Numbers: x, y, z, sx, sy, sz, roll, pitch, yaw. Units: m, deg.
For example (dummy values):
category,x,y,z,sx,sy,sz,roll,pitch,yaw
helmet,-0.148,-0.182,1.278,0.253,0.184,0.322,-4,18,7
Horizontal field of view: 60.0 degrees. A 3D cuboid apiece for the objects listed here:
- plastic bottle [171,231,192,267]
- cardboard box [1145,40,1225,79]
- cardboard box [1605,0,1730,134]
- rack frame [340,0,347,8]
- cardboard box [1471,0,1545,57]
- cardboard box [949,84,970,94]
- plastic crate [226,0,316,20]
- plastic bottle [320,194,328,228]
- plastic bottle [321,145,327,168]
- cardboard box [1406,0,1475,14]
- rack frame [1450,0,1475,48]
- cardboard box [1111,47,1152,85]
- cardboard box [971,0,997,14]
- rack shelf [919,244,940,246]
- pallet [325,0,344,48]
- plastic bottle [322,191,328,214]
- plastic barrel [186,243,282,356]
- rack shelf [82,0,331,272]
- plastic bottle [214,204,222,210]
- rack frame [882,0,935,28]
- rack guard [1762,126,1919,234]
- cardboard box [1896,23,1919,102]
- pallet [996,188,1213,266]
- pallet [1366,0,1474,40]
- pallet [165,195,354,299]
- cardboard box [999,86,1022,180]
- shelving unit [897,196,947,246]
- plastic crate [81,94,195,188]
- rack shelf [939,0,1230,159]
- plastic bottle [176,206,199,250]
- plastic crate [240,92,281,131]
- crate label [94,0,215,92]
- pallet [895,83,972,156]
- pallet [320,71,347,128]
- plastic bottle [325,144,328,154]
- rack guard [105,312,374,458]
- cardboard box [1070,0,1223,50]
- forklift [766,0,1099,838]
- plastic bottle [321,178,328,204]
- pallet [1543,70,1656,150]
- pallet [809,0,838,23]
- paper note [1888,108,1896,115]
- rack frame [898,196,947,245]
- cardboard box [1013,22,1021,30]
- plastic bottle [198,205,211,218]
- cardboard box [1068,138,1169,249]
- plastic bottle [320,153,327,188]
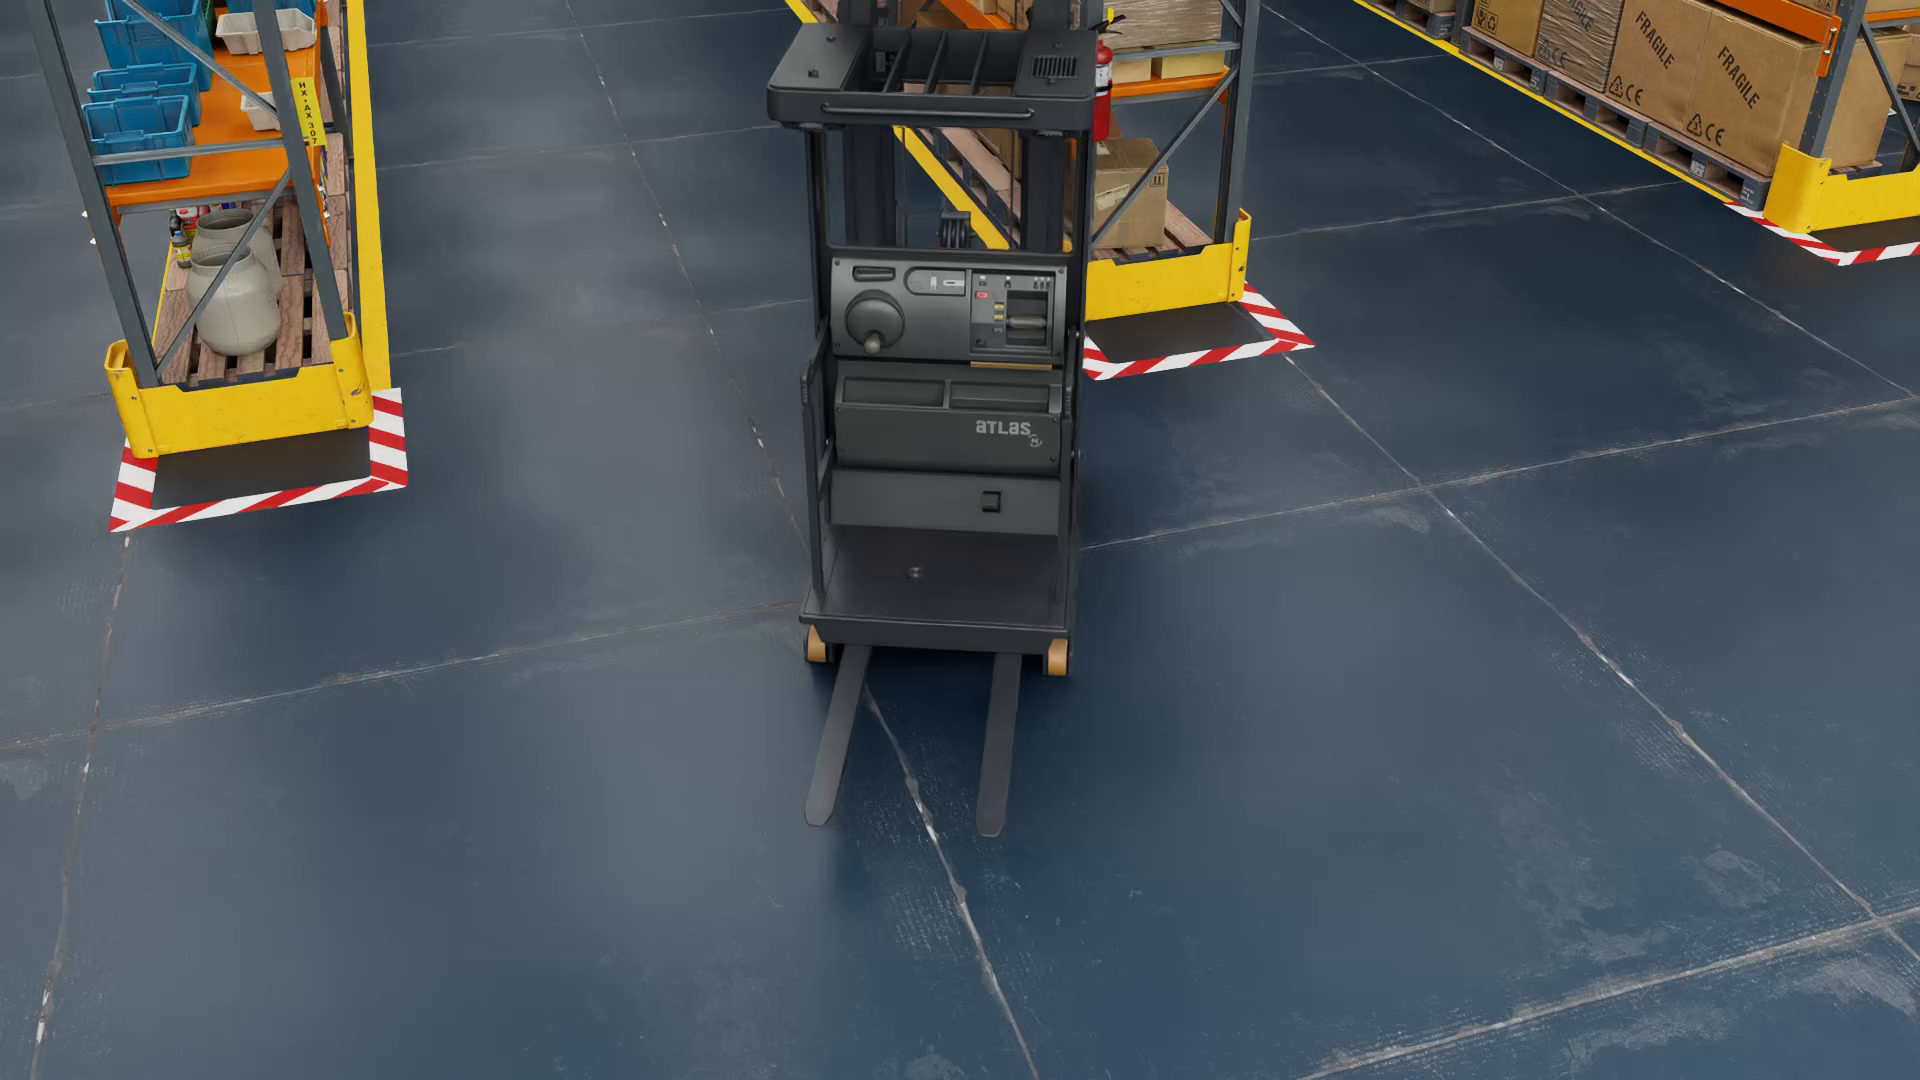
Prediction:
category,x,y,z,sx,sy,sz,roll,pitch,yaw
plastic bottle,-4.568,-1.715,9.764,0.097,0.201,0.097,0,33,0
cardboard box,1.266,-2.727,9.383,0.380,0.149,0.250,-10,35,-15
cardboard box,5.341,-3.518,11.899,0.875,0.875,0.875,-11,35,-15
rack frame,-6.031,-6.009,14.123,1.000,3.000,0.127,-10,35,-15
cardboard box,4.786,-4.470,13.340,0.875,0.875,0.875,-9,35,-14
cardboard box,0.172,-3.358,11.997,0.500,0.500,0.500,0,33,1
plastic crate,-4.215,-3.311,10.175,0.499,0.251,0.616,-10,35,-15
plastic bottle,-3.951,-2.038,10.190,0.097,0.271,0.097,0,33,0
plastic bottle,-4.281,-2.597,10.963,0.144,0.351,0.185,-12,35,-17
cardboard box,4.386,-5.070,14.362,1.050,0.750,0.750,-10,35,-15
rack frame,4.661,-5.523,13.387,1.000,3.000,0.127,-10,35,-15
cardboard box,0.843,-2.652,9.270,0.380,0.149,0.250,-10,35,-15
cardboard box,0.285,-3.422,10.435,0.380,0.149,0.250,-10,35,-15
rack shelf,-0.183,-1.394,8.194,0.258,0.103,0.180,-1,22,-1
pallet,-5.832,-4.432,14.266,1.003,0.211,1.213,-10,35,-15
plastic bottle,-4.012,-2.114,10.367,0.097,0.201,0.097,0,33,0
plastic barrel,-3.864,-1.279,8.840,0.421,0.512,0.421,0,33,0
rack shelf,-4.201,-2.559,9.554,1.077,0.370,4.000,-10,35,-15
plastic bottle,-4.614,-2.055,10.278,0.097,0.201,0.097,0,33,0
rack frame,-0.094,-4.742,12.205,1.000,3.000,0.127,-10,35,-15
rack guard,5.888,-2.367,10.879,1.175,0.500,0.348,-10,35,-15
cardboard box,7.617,-3.763,12.988,0.637,0.503,0.797,19,38,26
pallet,0.889,-1.951,10.511,1.003,0.211,1.213,-10,35,-15
pallet,4.353,-4.752,14.750,1.003,0.211,1.213,-10,35,-15
pallet,-4.270,-1.744,10.198,1.003,0.211,1.213,-10,35,-15
cardboard box,0.564,-2.745,11.069,0.500,0.500,0.500,-7,34,-10
shelving unit,-0.182,-1.102,8.315,0.258,1.200,0.189,-1,22,-1
plastic crate,-4.028,-1.959,8.129,0.499,0.251,0.616,-10,35,-15
rack shelf,0.516,-3.392,10.814,1.077,0.370,4.000,-10,35,-15
plastic bottle,-4.619,-1.883,9.951,0.152,0.276,0.135,-10,35,-14
plastic crate,-3.557,-2.223,8.632,0.298,0.136,0.250,-10,35,-15
crate label,-4.410,-2.744,9.150,0.502,0.435,0.616,-10,35,-15
pallet,0.145,-3.232,12.449,1.003,0.211,1.213,-10,35,-15
pallet,-5.087,-3.151,12.327,1.003,0.211,1.213,-10,35,-15
plastic bottle,-4.350,-2.762,11.274,0.061,0.283,0.133,-8,34,-12
rack guard,-3.659,-0.798,8.504,1.175,0.500,0.348,-10,35,-15
cardboard box,0.985,-3.101,9.361,0.875,0.500,0.500,-10,35,-15
forklift,-0.064,-0.853,6.382,1.130,2.935,3.031,3,34,4
plastic bottle,-4.075,-2.222,10.530,0.097,0.201,0.097,0,33,0
pallet,5.194,-3.305,12.561,1.003,0.211,1.213,-10,35,-15
pallet,-0.709,-4.629,14.563,1.003,0.211,1.213,-10,35,-15
paper note,7.032,-3.270,12.673,0.144,0.017,0.142,1,33,2
rack frame,-0.184,-1.137,8.400,0.240,1.200,0.006,-1,22,-1
cardboard box,0.543,-3.178,10.066,0.380,0.149,0.250,-10,35,-15
plastic bottle,-4.518,-1.905,9.976,0.061,0.283,0.133,-10,35,-15
cardboard box,0.952,-2.105,10.101,0.500,0.500,0.500,-4,34,-6
plastic bottle,-4.183,-2.427,10.706,0.144,0.351,0.185,-10,35,-15
